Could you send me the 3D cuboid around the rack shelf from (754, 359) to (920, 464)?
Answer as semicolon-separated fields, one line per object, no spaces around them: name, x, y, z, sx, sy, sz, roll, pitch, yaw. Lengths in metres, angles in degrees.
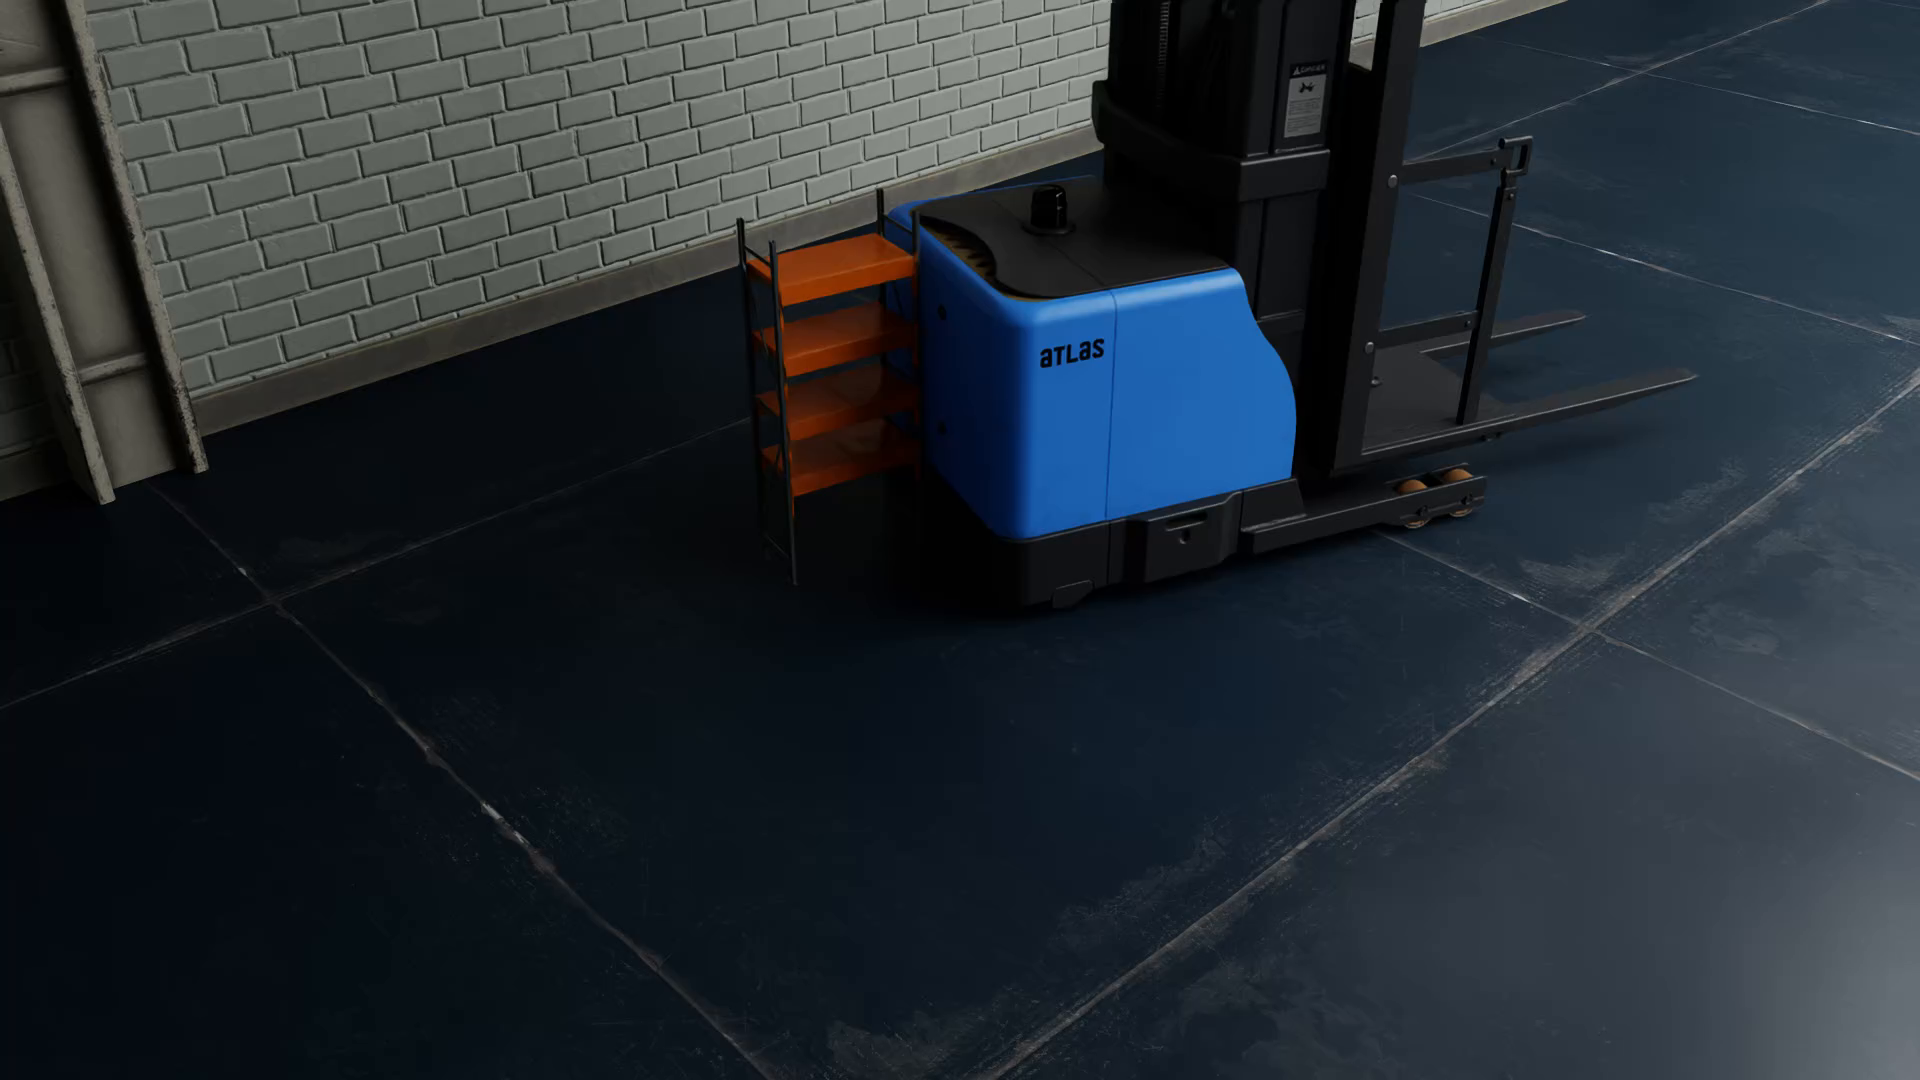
rack shelf;-0.402;-0.423;5.421;0.480;0.148;0.258;-18;36;-27

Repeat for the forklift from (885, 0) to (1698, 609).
forklift;1.300;-1.529;5.441;3.031;2.935;1.130;-13;34;-20

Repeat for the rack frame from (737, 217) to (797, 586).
rack frame;-0.608;-0.413;5.276;0.015;1.200;0.240;-18;36;-27

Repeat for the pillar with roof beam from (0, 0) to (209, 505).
pillar with roof beam;-0.113;-2.445;1.123;0.400;9.000;9.100;-26;40;-35

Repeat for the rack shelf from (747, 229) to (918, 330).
rack shelf;-0.402;-0.816;5.181;0.480;0.148;0.258;-18;36;-27

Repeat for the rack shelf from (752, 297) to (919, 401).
rack shelf;-0.402;-0.614;5.305;0.480;0.148;0.258;-18;36;-27

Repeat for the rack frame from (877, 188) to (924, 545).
rack frame;-0.195;-0.548;5.497;0.015;1.200;0.240;-18;36;-27

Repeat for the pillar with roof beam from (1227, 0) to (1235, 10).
pillar with roof beam;4.287;-4.573;4.603;0.400;9.000;9.100;-26;40;-35

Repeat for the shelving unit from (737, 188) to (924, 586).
shelving unit;-0.402;-0.481;5.386;0.503;1.200;0.258;-18;36;-27

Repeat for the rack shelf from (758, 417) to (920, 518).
rack shelf;-0.402;-0.254;5.525;0.480;0.148;0.258;-18;36;-27
